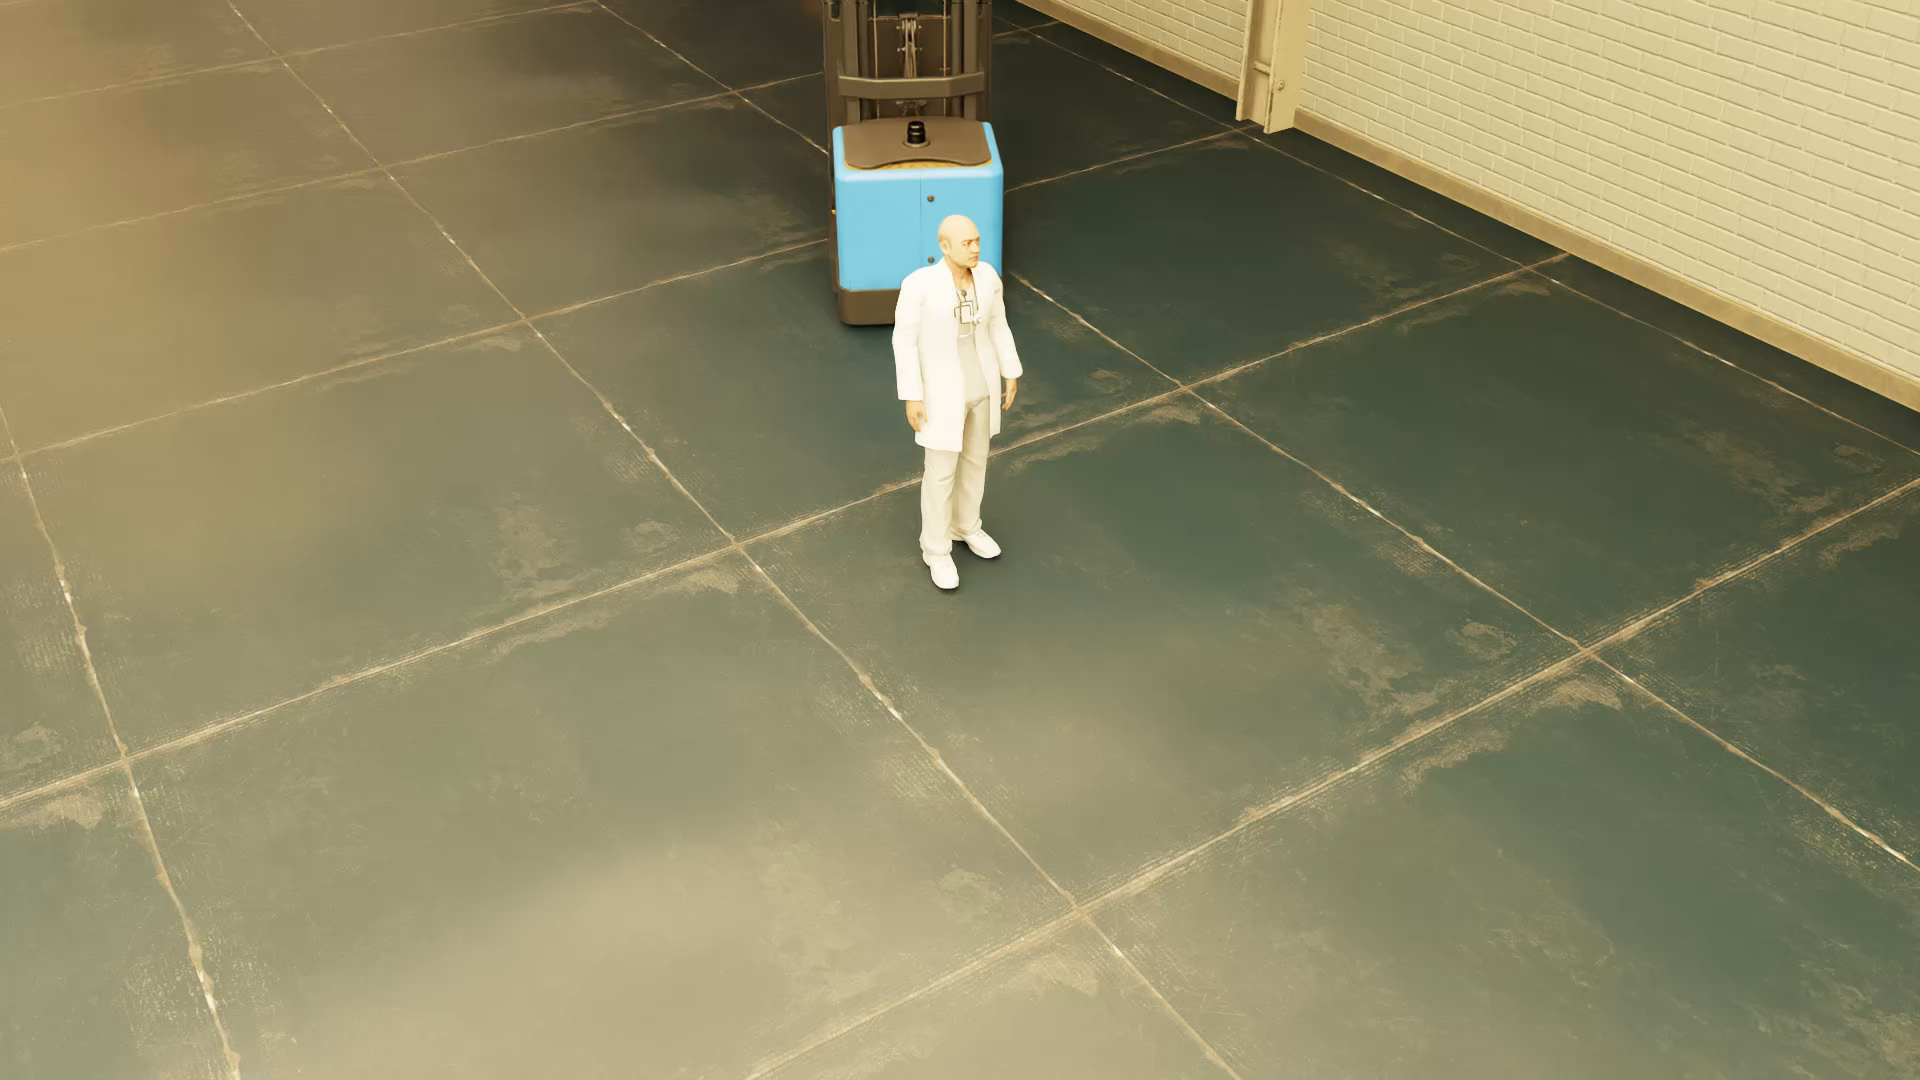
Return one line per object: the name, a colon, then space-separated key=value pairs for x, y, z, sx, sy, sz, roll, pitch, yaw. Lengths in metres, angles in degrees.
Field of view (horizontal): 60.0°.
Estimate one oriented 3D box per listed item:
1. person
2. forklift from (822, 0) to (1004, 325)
person: x=0.047 y=-0.688 z=8.118 sx=0.696 sy=1.777 sz=0.578 roll=-21 pitch=40 yaw=-27
forklift: x=-0.363 y=-3.385 z=10.965 sx=1.130 sy=2.935 sz=3.031 roll=-3 pitch=35 yaw=-4
